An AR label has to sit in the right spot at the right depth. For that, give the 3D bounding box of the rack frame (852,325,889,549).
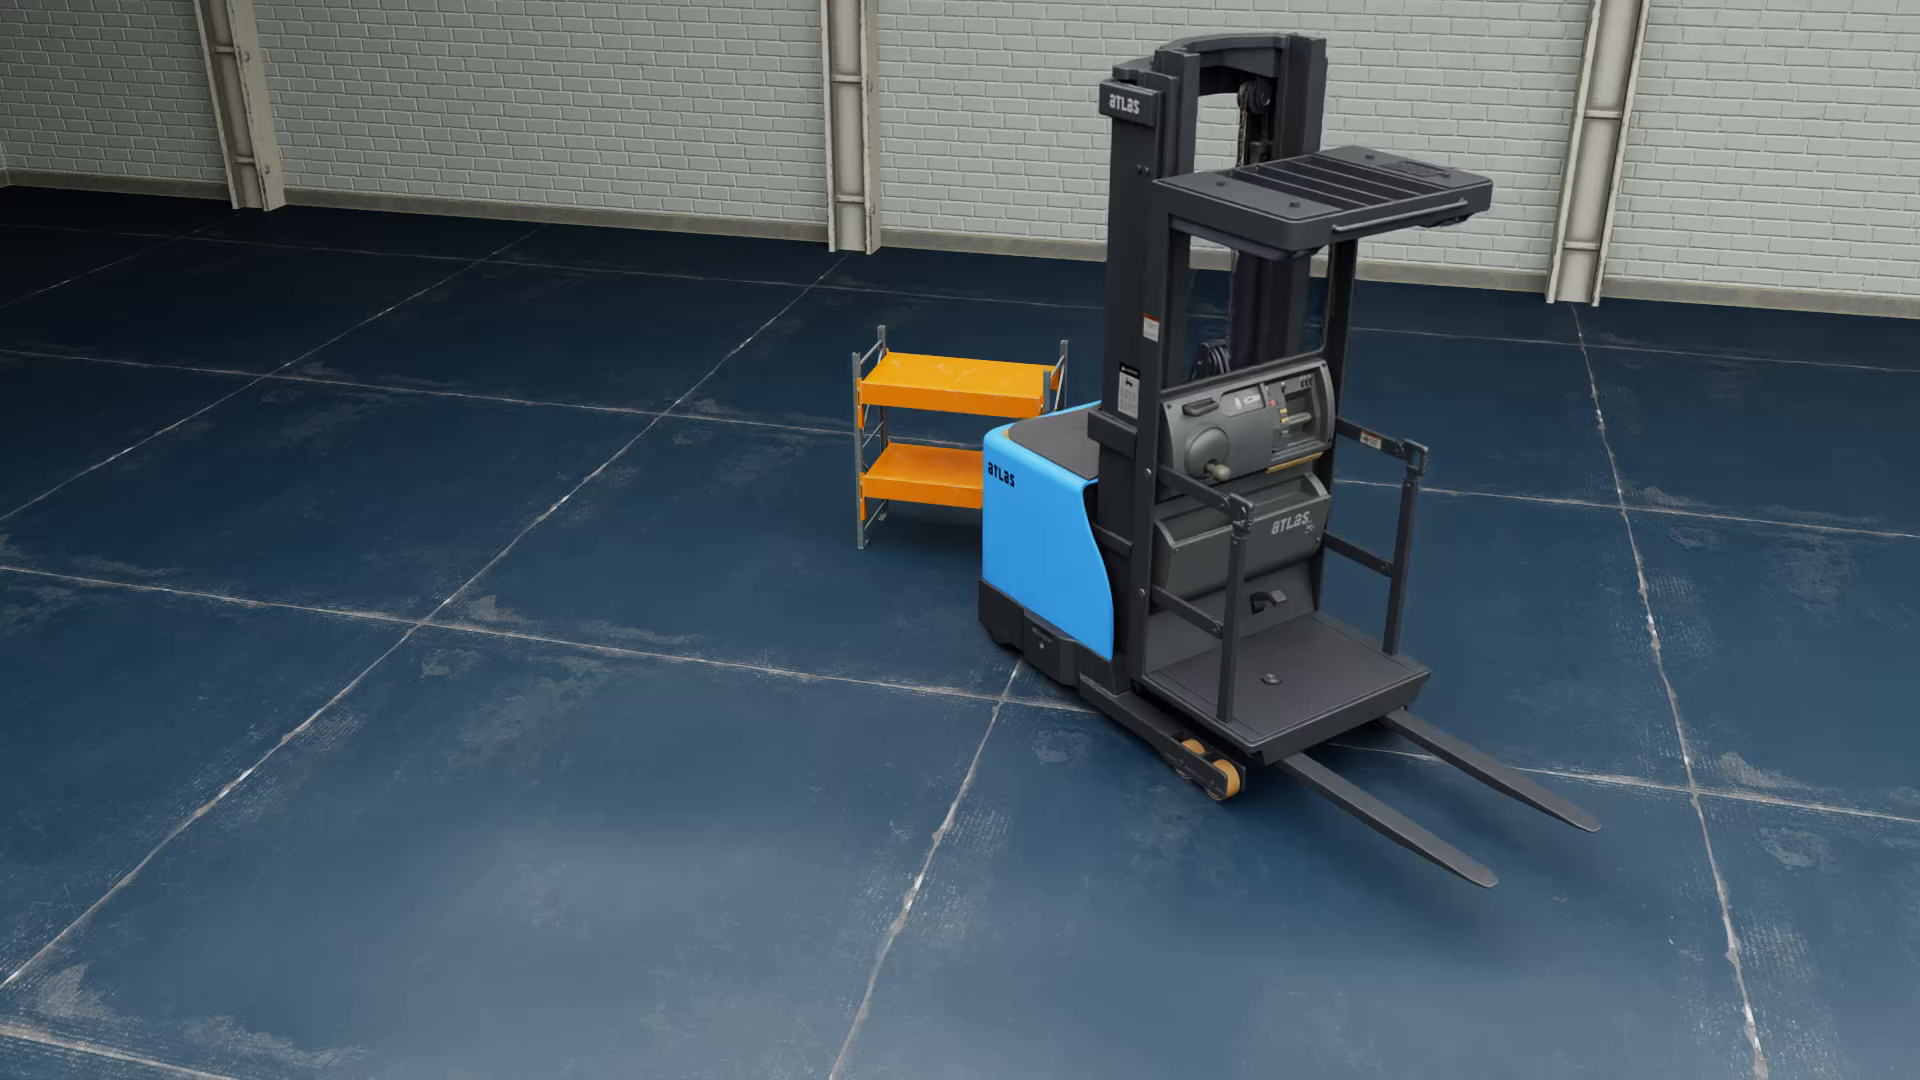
[{"bbox_3d":[-0.486,-0.562,9.121,0.032,1.125,0.500,6,26,13],"label":"rack frame"}]

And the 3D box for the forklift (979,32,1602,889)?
[{"bbox_3d":[1.343,-0.470,6.827,1.130,2.935,3.031,-17,30,-31],"label":"forklift"}]

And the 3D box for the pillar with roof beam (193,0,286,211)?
[{"bbox_3d":[-7.806,-5.484,10.300,0.400,9.000,9.100,6,26,13],"label":"pillar with roof beam"}]

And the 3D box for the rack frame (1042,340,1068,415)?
[{"bbox_3d":[0.499,-0.453,8.892,0.032,1.125,0.500,6,26,13],"label":"rack frame"}]

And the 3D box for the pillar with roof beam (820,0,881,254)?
[{"bbox_3d":[-1.995,-4.841,8.950,0.400,9.000,9.100,6,26,13],"label":"pillar with roof beam"}]

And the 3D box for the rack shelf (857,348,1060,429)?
[{"bbox_3d":[0.007,-0.771,8.881,1.000,0.278,0.538,6,26,13],"label":"rack shelf"}]

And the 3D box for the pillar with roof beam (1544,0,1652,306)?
[{"bbox_3d":[3.816,-4.199,7.601,0.400,9.000,9.100,6,26,13],"label":"pillar with roof beam"}]

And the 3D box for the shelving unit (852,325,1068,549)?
[{"bbox_3d":[0.007,-0.507,9.007,1.048,1.125,0.538,6,26,13],"label":"shelving unit"}]

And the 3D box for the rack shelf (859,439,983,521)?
[{"bbox_3d":[0.007,-0.286,9.112,1.000,0.278,0.538,6,26,13],"label":"rack shelf"}]
